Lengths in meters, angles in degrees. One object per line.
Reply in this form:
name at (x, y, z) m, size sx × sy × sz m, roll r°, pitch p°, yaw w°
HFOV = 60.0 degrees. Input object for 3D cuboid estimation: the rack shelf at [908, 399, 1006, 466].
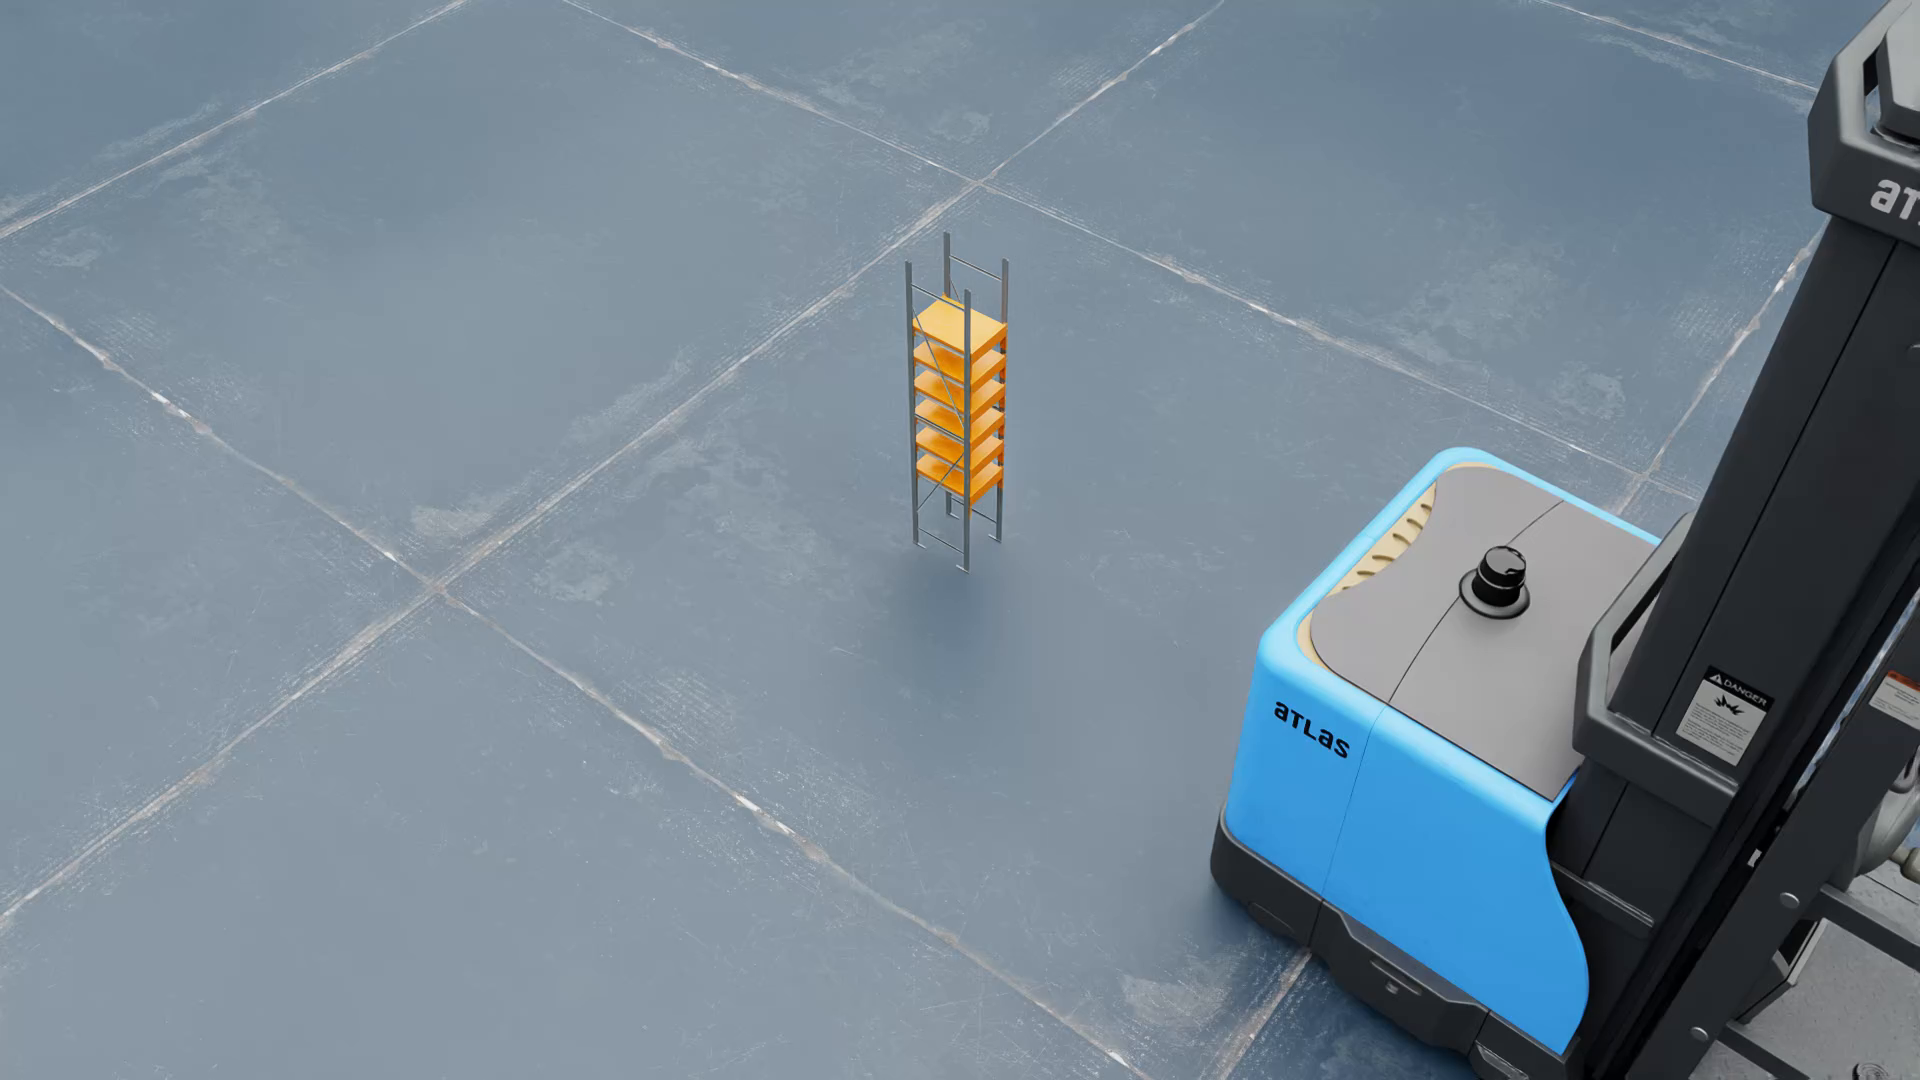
rack shelf at (-0.009, -0.375, 5.340) m, size 0.258 × 0.103 × 0.180 m, roll 29°, pitch 53°, yaw 25°

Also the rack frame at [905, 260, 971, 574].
rack frame at (-0.065, -0.354, 5.258) m, size 0.240 × 1.200 × 0.006 m, roll 29°, pitch 53°, yaw 25°

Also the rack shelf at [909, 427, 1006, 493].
rack shelf at (-0.009, -0.293, 5.427) m, size 0.258 × 0.103 × 0.180 m, roll 29°, pitch 53°, yaw 25°

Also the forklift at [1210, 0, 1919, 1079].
forklift at (2.161, 0.410, 3.331) m, size 3.031 × 2.935 × 1.130 m, roll 32°, pitch 54°, yaw 27°

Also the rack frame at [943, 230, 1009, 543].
rack frame at (0.047, -0.459, 5.358) m, size 0.240 × 1.200 × 0.006 m, roll 29°, pitch 53°, yaw 25°

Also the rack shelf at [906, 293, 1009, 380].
rack shelf at (-0.009, -0.624, 5.080) m, size 0.258 × 0.103 × 0.180 m, roll 29°, pitch 53°, yaw 25°

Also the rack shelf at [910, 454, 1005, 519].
rack shelf at (-0.009, -0.210, 5.514) m, size 0.258 × 0.103 × 0.180 m, roll 29°, pitch 53°, yaw 25°

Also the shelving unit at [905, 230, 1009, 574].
shelving unit at (-0.009, -0.406, 5.308) m, size 0.258 × 1.200 × 0.189 m, roll 29°, pitch 53°, yaw 25°

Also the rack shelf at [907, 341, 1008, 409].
rack shelf at (-0.009, -0.541, 5.167) m, size 0.258 × 0.103 × 0.180 m, roll 29°, pitch 53°, yaw 25°

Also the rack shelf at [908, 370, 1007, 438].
rack shelf at (-0.009, -0.458, 5.254) m, size 0.258 × 0.103 × 0.180 m, roll 29°, pitch 53°, yaw 25°
